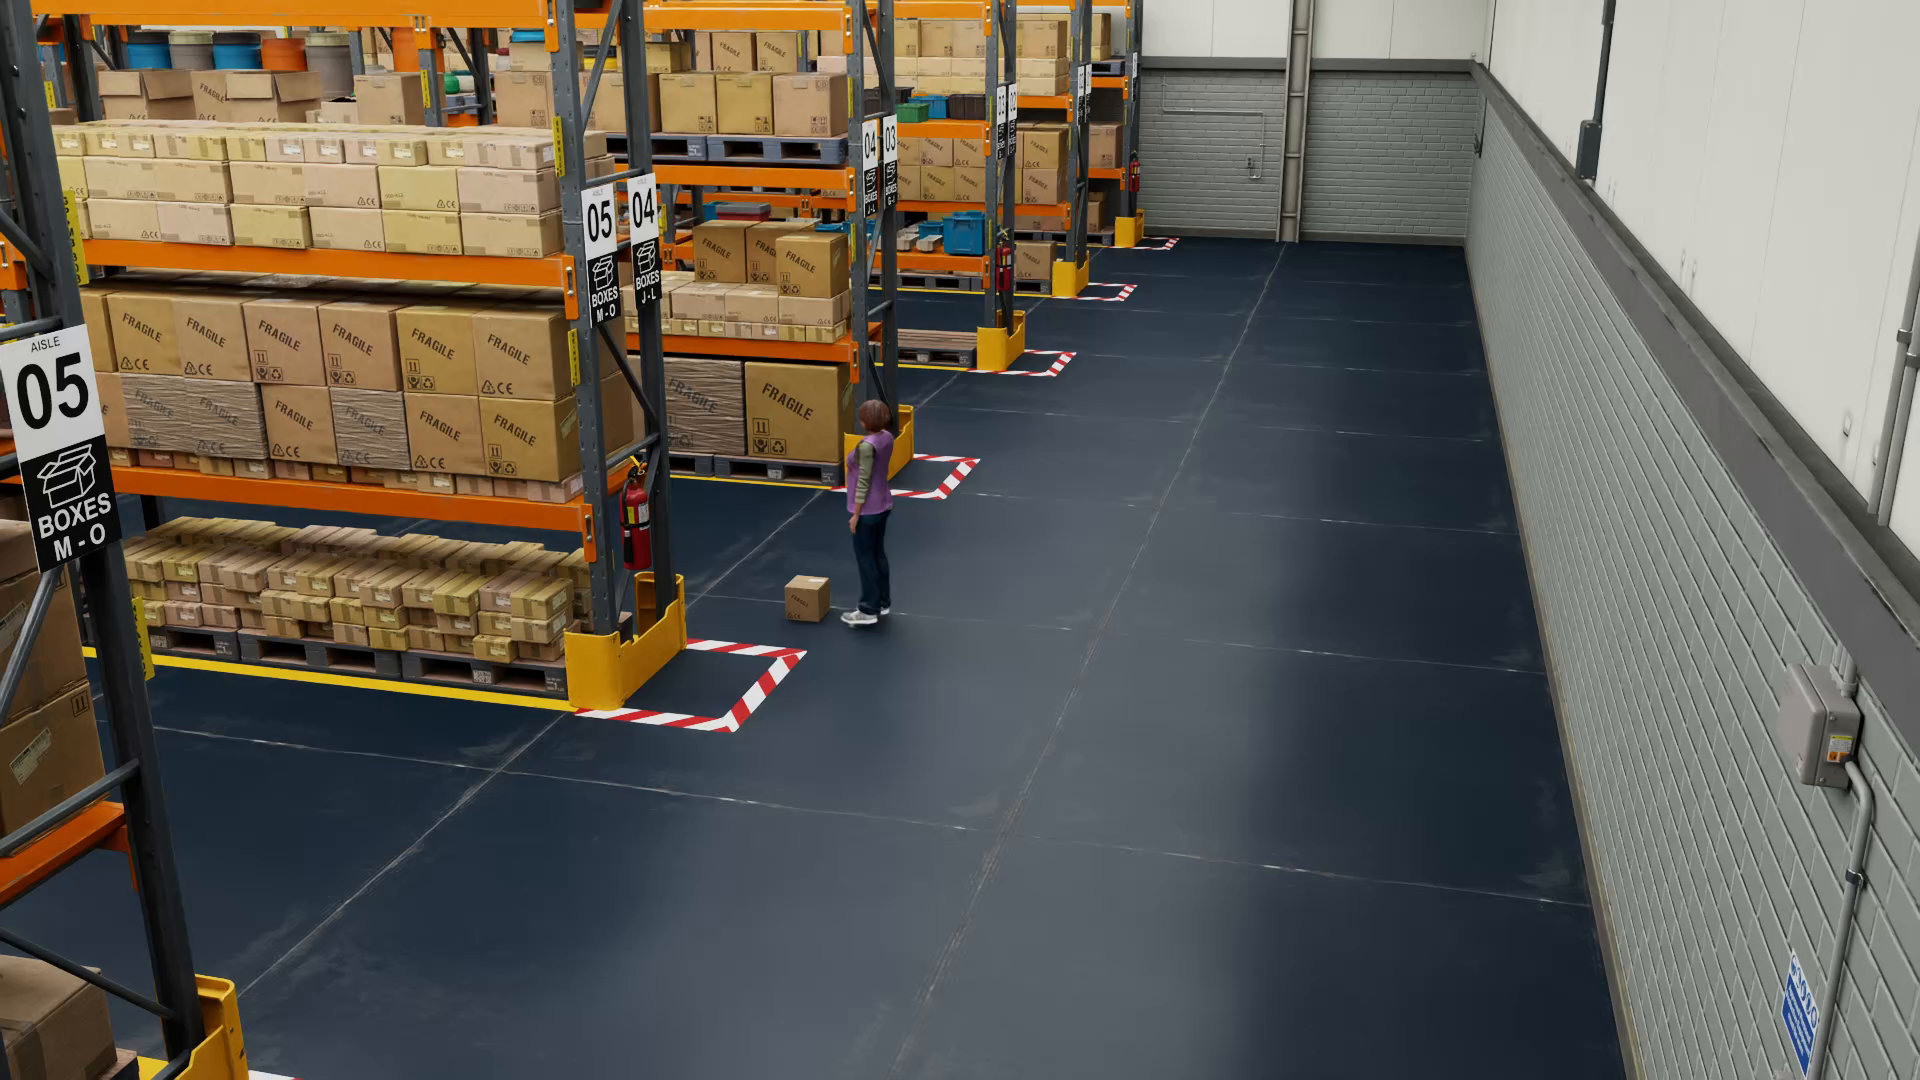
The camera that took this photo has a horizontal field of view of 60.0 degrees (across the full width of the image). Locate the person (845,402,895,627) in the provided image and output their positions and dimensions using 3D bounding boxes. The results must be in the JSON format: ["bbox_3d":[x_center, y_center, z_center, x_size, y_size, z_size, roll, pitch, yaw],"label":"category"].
[{"bbox_3d":[-0.633,-0.180,11.595,0.300,1.603,0.406,5,19,14],"label":"person"}]
